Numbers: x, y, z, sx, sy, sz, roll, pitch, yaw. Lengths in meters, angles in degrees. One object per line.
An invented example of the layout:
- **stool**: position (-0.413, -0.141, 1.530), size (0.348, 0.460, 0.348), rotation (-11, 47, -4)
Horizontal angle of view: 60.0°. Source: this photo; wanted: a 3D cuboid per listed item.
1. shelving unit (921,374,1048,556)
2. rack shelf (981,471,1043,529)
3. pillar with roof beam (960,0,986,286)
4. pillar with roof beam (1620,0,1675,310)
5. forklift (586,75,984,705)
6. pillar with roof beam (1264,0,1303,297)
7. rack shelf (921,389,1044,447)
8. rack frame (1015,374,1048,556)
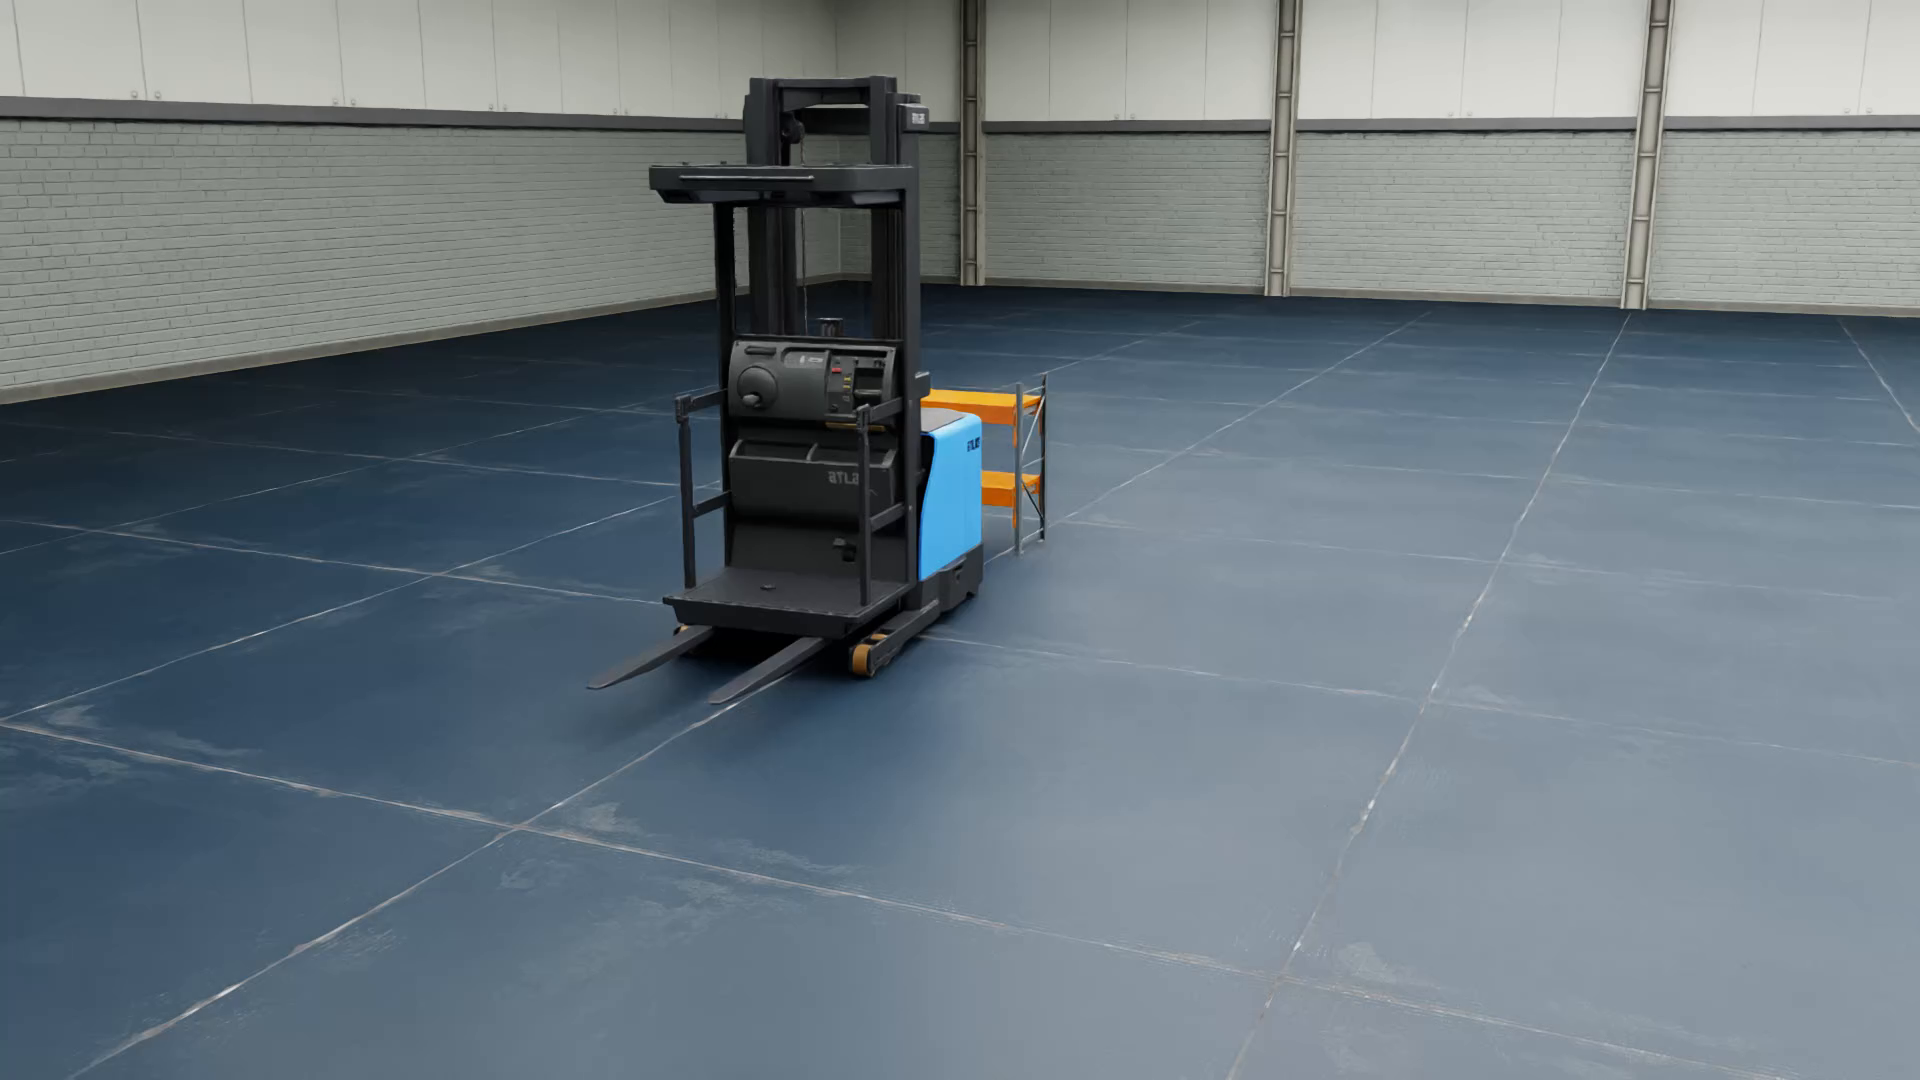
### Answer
- **shelving unit**: position (0.006, -0.547, 11.124), size (1.048, 1.125, 0.538), rotation (6, 14, 23)
- **rack shelf**: position (0.006, -0.309, 11.180), size (1.000, 0.278, 0.538), rotation (6, 14, 23)
- **pillar with roof beam**: position (-1.496, -8.454, 27.583), size (0.400, 9.000, 9.100), rotation (6, 14, 23)
- **pillar with roof beam**: position (9.476, -7.343, 22.851), size (0.400, 9.000, 9.100), rotation (6, 14, 23)
- **forklift**: position (-0.844, -0.848, 8.452), size (1.130, 2.935, 3.031), rotation (5, 14, 20)
- **pillar with roof beam**: position (3.990, -7.898, 25.217), size (0.400, 9.000, 9.100), rotation (6, 14, 23)
- **rack shelf**: position (0.006, -0.832, 11.057), size (1.000, 0.278, 0.538), rotation (6, 14, 23)
- **rack frame**: position (0.471, -0.500, 10.923), size (0.032, 1.125, 0.500), rotation (6, 14, 23)
